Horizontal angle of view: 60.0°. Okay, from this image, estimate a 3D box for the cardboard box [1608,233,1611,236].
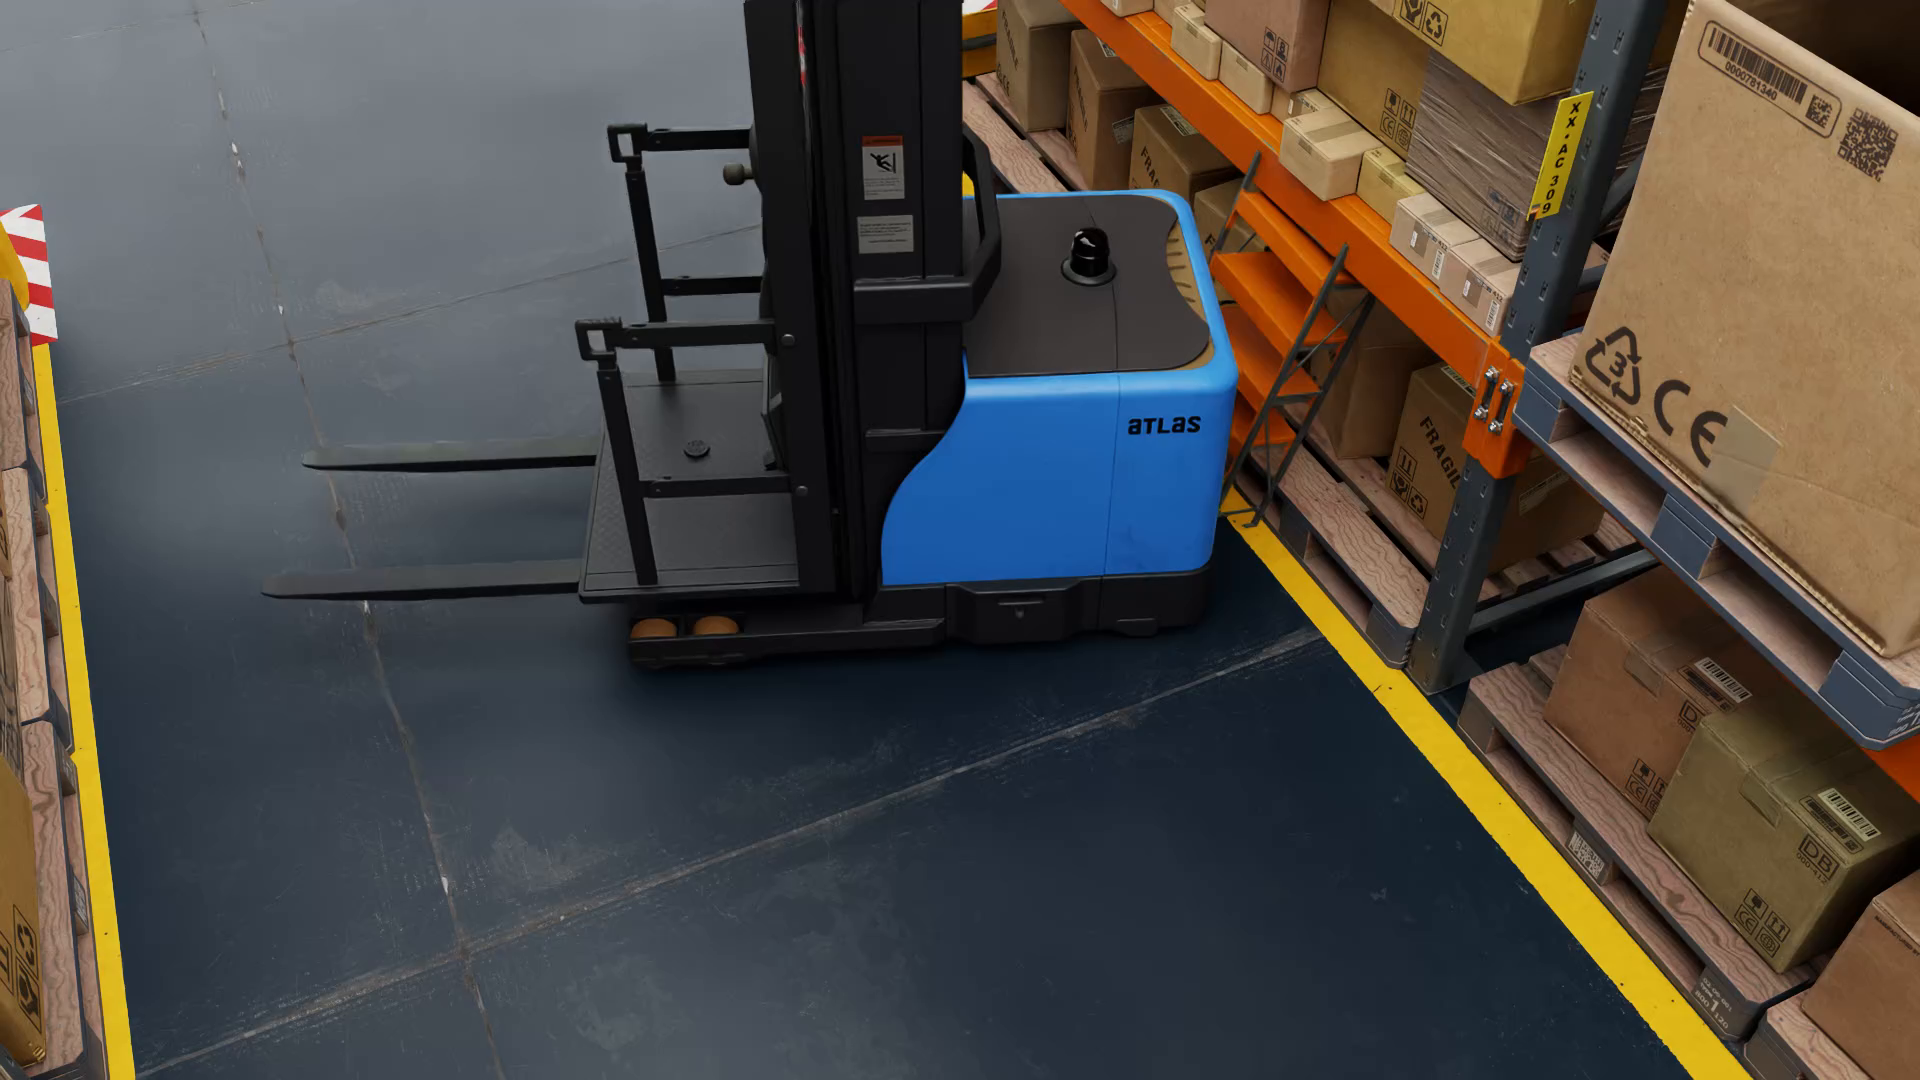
[{"bbox_3d":[1.989,-1.055,4.862,0.380,0.149,0.250,-18,47,-17],"label":"cardboard box"}]

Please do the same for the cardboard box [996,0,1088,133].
[{"bbox_3d":[0.466,-2.161,7.285,0.500,0.500,0.500,-10,45,-10],"label":"cardboard box"}]

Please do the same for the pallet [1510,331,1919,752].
[{"bbox_3d":[2.089,-0.157,3.910,1.003,0.211,1.213,-18,47,-17],"label":"pallet"}]

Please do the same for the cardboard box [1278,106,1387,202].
[{"bbox_3d":[1.190,-1.181,4.991,0.380,0.149,0.250,-18,47,-17],"label":"cardboard box"}]

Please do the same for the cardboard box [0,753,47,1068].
[{"bbox_3d":[-2.844,0.831,3.986,0.875,0.875,0.875,-17,47,-17],"label":"cardboard box"}]

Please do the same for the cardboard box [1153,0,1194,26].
[{"bbox_3d":[0.890,-1.858,5.676,0.380,0.149,0.250,-18,47,-17],"label":"cardboard box"}]

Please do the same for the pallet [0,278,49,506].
[{"bbox_3d":[-3.917,-0.425,6.030,1.003,0.211,1.213,-18,47,-17],"label":"pallet"}]

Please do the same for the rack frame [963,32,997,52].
[{"bbox_3d":[0.218,-3.304,6.963,1.000,3.000,0.127,-18,47,-17],"label":"rack frame"}]

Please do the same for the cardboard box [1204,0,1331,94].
[{"bbox_3d":[1.287,-1.819,5.175,0.875,0.500,0.500,-18,47,-17],"label":"cardboard box"}]

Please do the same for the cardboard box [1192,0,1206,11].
[{"bbox_3d":[1.114,-2.150,5.511,0.875,0.500,0.500,-18,47,-17],"label":"cardboard box"}]

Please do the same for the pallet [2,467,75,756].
[{"bbox_3d":[-3.408,0.352,5.243,1.003,0.211,1.213,-18,47,-17],"label":"pallet"}]

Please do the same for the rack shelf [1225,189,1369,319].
[{"bbox_3d":[1.080,-0.908,5.223,0.258,0.148,0.480,-9,49,-29],"label":"rack shelf"}]

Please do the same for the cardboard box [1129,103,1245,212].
[{"bbox_3d":[0.994,-1.386,6.499,0.500,0.500,0.500,-14,46,-14],"label":"cardboard box"}]

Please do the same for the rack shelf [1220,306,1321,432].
[{"bbox_3d":[0.961,-0.583,5.526,0.258,0.148,0.480,-9,49,-29],"label":"rack shelf"}]

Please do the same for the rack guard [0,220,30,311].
[{"bbox_3d":[-4.335,-1.029,6.437,1.175,0.500,0.348,-18,47,-17],"label":"rack guard"}]

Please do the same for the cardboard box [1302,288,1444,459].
[{"bbox_3d":[1.520,-0.644,5.748,0.500,0.500,0.500,-5,45,-5],"label":"cardboard box"}]

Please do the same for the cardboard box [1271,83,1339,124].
[{"bbox_3d":[1.204,-1.380,5.191,0.380,0.149,0.250,-18,47,-17],"label":"cardboard box"}]

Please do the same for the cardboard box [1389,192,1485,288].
[{"bbox_3d":[1.446,-0.878,4.683,0.380,0.149,0.250,-18,47,-17],"label":"cardboard box"}]

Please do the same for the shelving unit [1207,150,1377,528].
[{"bbox_3d":[0.978,-0.630,5.482,0.258,1.200,0.503,-9,49,-29],"label":"shelving unit"}]

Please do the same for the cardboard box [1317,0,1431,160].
[{"bbox_3d":[1.589,-1.531,4.883,0.875,0.500,0.500,-18,47,-17],"label":"cardboard box"}]

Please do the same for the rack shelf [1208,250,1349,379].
[{"bbox_3d":[1.019,-0.741,5.379,0.258,0.148,0.480,-9,49,-29],"label":"rack shelf"}]

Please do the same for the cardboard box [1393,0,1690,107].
[{"bbox_3d":[1.461,-1.458,4.097,0.500,0.500,0.500,-18,47,-17],"label":"cardboard box"}]

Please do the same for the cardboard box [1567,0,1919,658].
[{"bbox_3d":[2.107,-0.570,3.466,1.000,1.000,1.000,-18,47,-17],"label":"cardboard box"}]

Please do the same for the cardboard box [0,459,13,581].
[{"bbox_3d":[-3.608,-0.324,5.157,0.875,0.875,0.875,-19,48,-18],"label":"cardboard box"}]

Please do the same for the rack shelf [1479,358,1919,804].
[{"bbox_3d":[2.741,0.776,3.341,1.077,0.370,4.000,-18,47,-17],"label":"rack shelf"}]

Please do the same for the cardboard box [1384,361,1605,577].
[{"bbox_3d":[1.768,-0.281,5.380,0.500,0.500,0.500,-19,48,-19],"label":"cardboard box"}]

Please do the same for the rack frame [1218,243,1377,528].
[{"bbox_3d":[1.082,-0.461,5.341,0.240,1.200,0.015,-9,49,-29],"label":"rack frame"}]

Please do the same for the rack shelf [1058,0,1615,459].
[{"bbox_3d":[1.059,-1.774,5.924,1.077,0.370,4.000,-18,47,-17],"label":"rack shelf"}]

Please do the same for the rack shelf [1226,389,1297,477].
[{"bbox_3d":[0.910,-0.443,5.657,0.258,0.148,0.480,-9,49,-29],"label":"rack shelf"}]

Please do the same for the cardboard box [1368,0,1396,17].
[{"bbox_3d":[1.250,-1.776,4.420,0.500,0.500,0.500,-18,47,-17],"label":"cardboard box"}]

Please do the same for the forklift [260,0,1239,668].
[{"bbox_3d":[-0.726,-1.018,4.695,3.031,2.935,1.130,-3,45,-3],"label":"forklift"}]

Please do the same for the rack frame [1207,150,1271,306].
[{"bbox_3d":[0.875,-0.800,5.623,0.240,1.200,0.015,-9,49,-29],"label":"rack frame"}]

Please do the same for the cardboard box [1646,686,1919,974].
[{"bbox_3d":[2.322,0.685,4.386,0.700,0.500,0.500,-18,47,-18],"label":"cardboard box"}]

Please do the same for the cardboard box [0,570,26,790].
[{"bbox_3d":[-3.226,0.257,4.567,0.875,0.875,0.875,-18,47,-17],"label":"cardboard box"}]

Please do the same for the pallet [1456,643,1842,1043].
[{"bbox_3d":[2.229,0.733,4.857,1.003,0.211,1.213,-18,47,-17],"label":"pallet"}]

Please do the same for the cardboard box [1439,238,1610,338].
[{"bbox_3d":[1.543,-0.716,4.519,0.380,0.149,0.250,-18,47,-17],"label":"cardboard box"}]

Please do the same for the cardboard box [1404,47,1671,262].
[{"bbox_3d":[1.767,-1.202,4.549,0.875,0.500,0.500,-18,47,-17],"label":"cardboard box"}]

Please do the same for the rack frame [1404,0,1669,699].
[{"bbox_3d":[1.900,-0.755,4.380,1.000,3.000,0.127,-18,47,-17],"label":"rack frame"}]

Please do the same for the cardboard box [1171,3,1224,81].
[{"bbox_3d":[0.926,-1.676,5.492,0.380,0.149,0.250,-18,47,-17],"label":"cardboard box"}]

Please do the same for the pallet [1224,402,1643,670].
[{"bbox_3d":[1.586,-0.180,5.782,1.003,0.211,1.213,-18,47,-17],"label":"pallet"}]

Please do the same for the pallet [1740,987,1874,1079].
[{"bbox_3d":[2.746,1.512,4.068,1.003,0.211,1.213,-18,47,-17],"label":"pallet"}]

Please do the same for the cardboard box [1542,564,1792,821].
[{"bbox_3d":[2.139,0.376,4.700,0.700,0.500,0.500,-22,49,-20],"label":"cardboard box"}]

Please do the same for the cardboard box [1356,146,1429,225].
[{"bbox_3d":[1.396,-1.055,4.862,0.380,0.149,0.250,-18,47,-17],"label":"cardboard box"}]

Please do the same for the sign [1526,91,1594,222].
[{"bbox_3d":[1.411,-0.898,3.908,0.100,0.325,0.005,-18,47,-17],"label":"sign"}]

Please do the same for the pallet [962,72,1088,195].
[{"bbox_3d":[0.560,-1.735,7.358,1.003,0.211,1.213,-18,47,-17],"label":"pallet"}]

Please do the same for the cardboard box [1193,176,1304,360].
[{"bbox_3d":[1.188,-1.017,6.125,0.500,0.500,0.500,-22,49,-21],"label":"cardboard box"}]

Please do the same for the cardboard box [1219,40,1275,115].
[{"bbox_3d":[1.062,-1.527,5.341,0.380,0.149,0.250,-18,47,-17],"label":"cardboard box"}]

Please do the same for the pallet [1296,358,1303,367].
[{"bbox_3d":[1.069,-0.959,6.571,1.003,0.211,1.213,-18,47,-17],"label":"pallet"}]

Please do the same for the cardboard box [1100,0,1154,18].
[{"bbox_3d":[0.664,-1.978,5.798,0.380,0.149,0.250,-18,47,-17],"label":"cardboard box"}]

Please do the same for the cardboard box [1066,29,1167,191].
[{"bbox_3d":[0.748,-1.790,6.909,0.500,0.500,0.500,-7,45,-7],"label":"cardboard box"}]

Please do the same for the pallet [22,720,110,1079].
[{"bbox_3d":[-2.891,1.130,4.454,1.003,0.211,1.213,-18,47,-17],"label":"pallet"}]

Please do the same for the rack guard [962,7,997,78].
[{"bbox_3d":[0.250,-2.366,7.792,1.175,0.500,0.348,-18,47,-17],"label":"rack guard"}]

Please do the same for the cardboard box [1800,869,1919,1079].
[{"bbox_3d":[2.558,1.042,4.025,0.700,0.500,0.500,-22,49,-21],"label":"cardboard box"}]

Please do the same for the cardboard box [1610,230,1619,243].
[{"bbox_3d":[2.083,-0.891,4.697,0.380,0.149,0.250,-18,47,-17],"label":"cardboard box"}]
